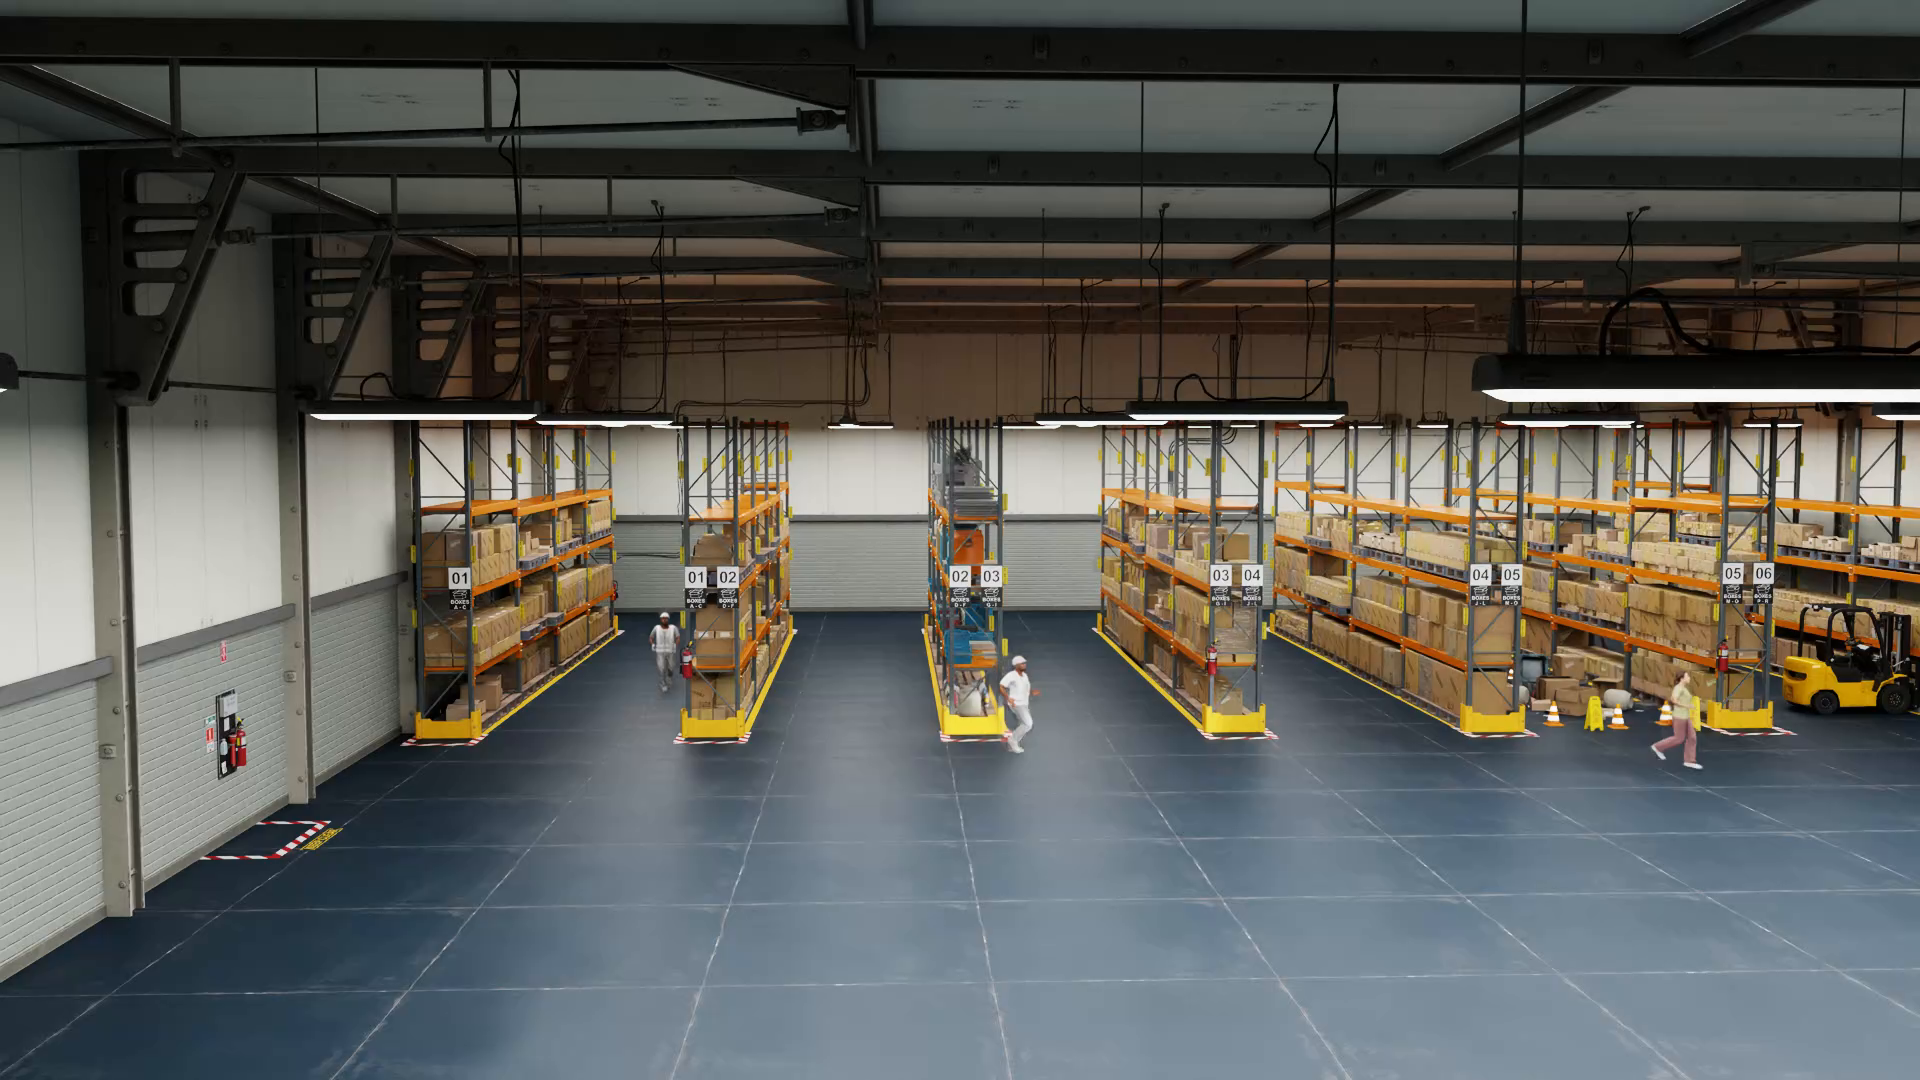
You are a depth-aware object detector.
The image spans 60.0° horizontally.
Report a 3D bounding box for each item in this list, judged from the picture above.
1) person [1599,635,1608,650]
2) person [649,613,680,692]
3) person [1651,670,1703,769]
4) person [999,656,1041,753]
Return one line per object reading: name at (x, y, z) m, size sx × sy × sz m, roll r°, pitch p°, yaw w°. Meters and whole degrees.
person at (16.294, 2.081, 42.480) m, size 0.657 × 1.777 × 0.829 m, roll 0°, pitch 4°, yaw -4°
person at (-6.506, 2.465, 36.643) m, size 0.685 × 1.735 × 0.667 m, roll -1°, pitch 4°, yaw -10°
person at (12.249, 3.047, 28.368) m, size 0.837 × 1.673 × 0.570 m, roll 3°, pitch 4°, yaw 34°
person at (1.097, 2.927, 29.522) m, size 0.599 × 1.732 × 0.701 m, roll 2°, pitch 4°, yaw 29°
